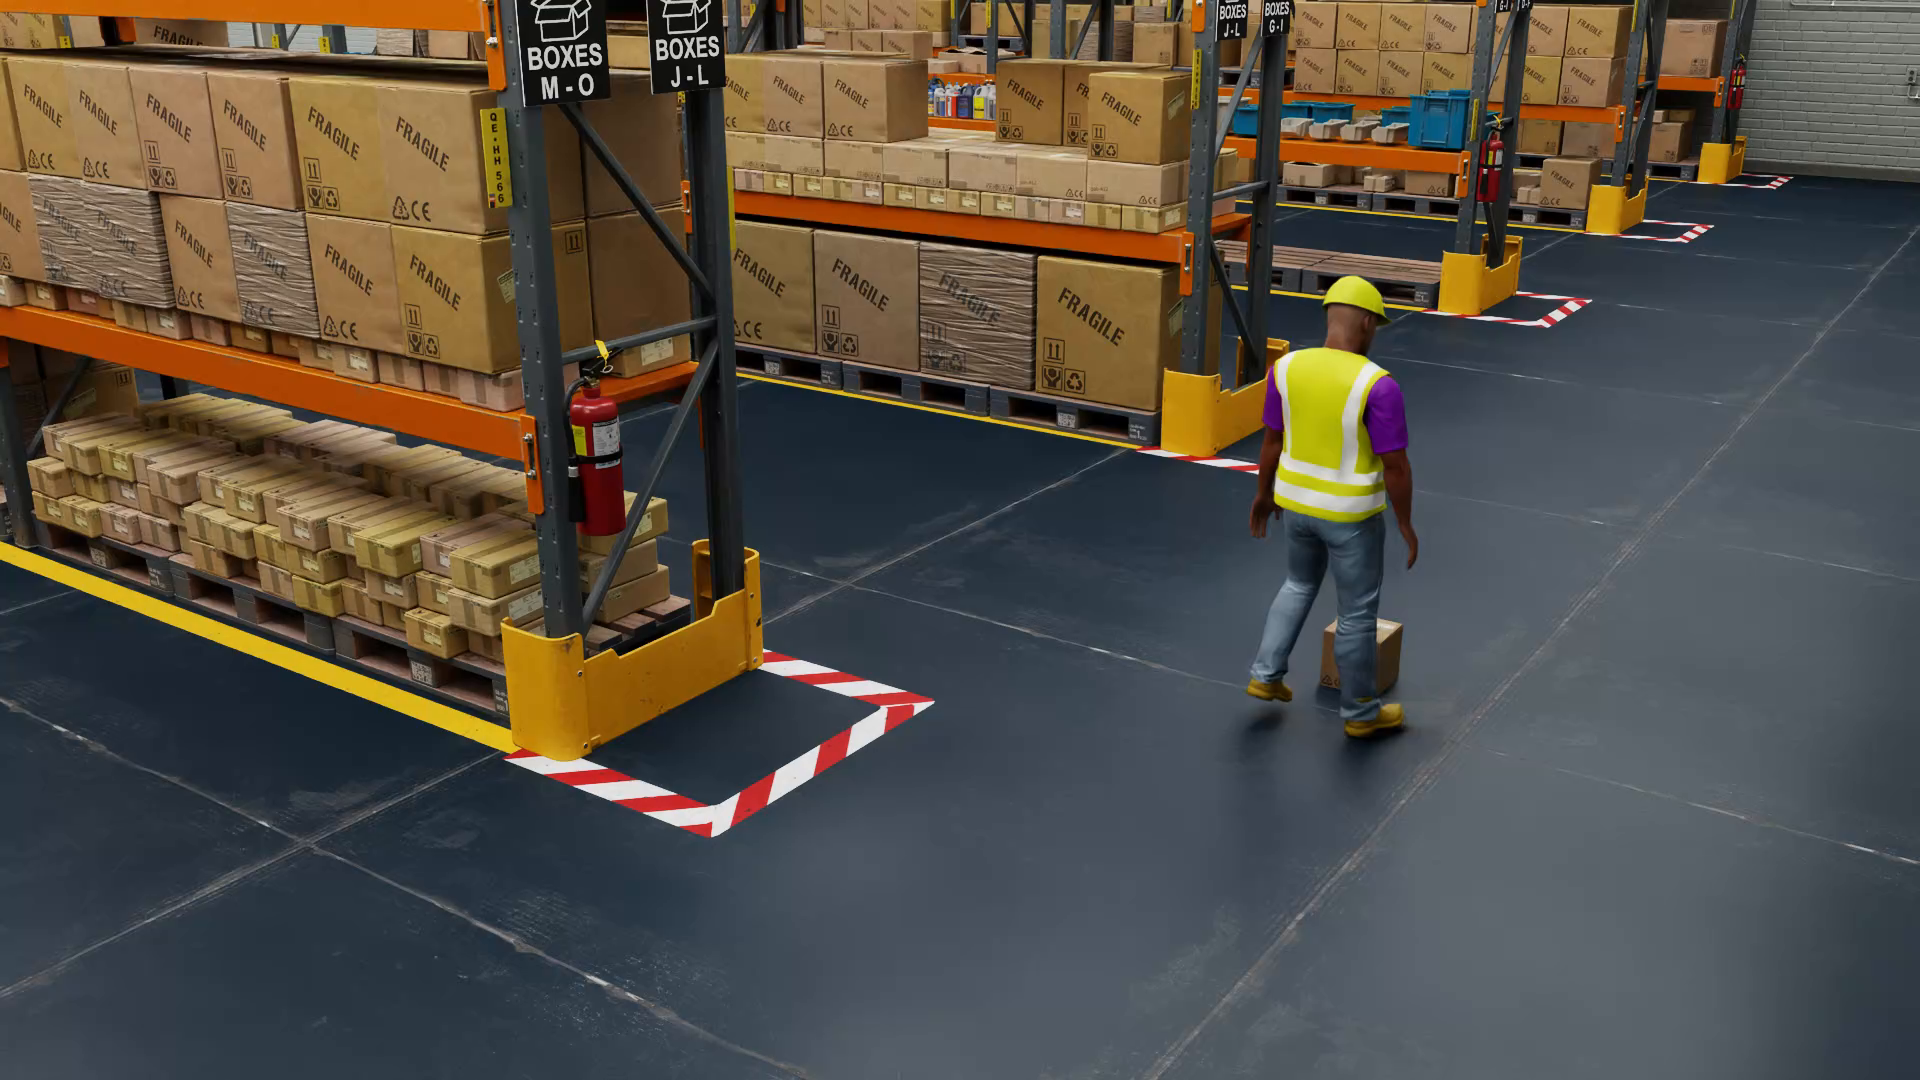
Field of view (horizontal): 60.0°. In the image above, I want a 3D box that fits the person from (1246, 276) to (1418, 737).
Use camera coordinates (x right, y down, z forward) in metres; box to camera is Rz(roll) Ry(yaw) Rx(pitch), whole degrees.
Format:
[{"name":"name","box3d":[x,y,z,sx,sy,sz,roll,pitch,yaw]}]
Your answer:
[{"name":"person","box3d":[1.438,-0.117,6.308,0.676,1.764,0.488,18,27,41]}]
